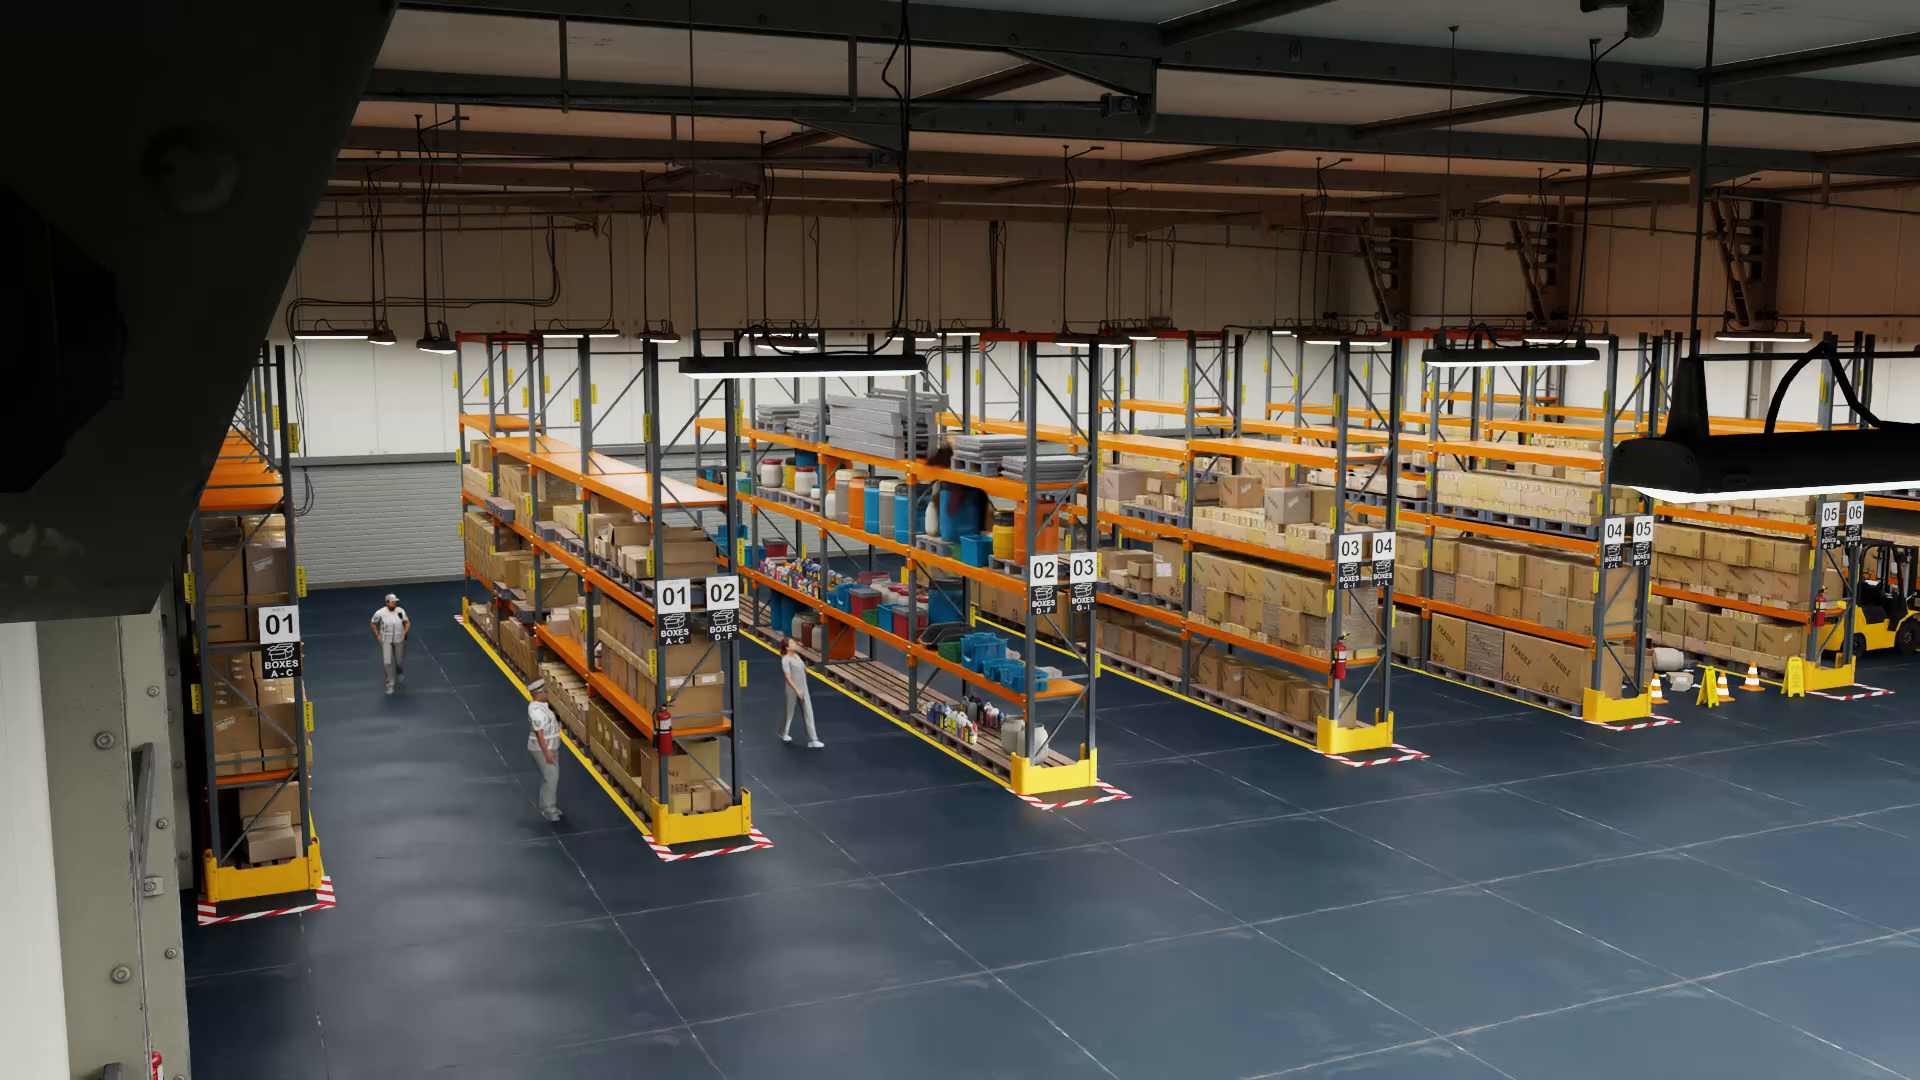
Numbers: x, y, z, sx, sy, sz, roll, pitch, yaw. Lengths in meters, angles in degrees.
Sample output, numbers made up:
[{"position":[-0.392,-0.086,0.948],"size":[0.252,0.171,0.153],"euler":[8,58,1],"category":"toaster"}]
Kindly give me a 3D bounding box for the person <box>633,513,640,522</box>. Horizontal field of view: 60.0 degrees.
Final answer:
[{"position":[-7.770,0.158,39.890],"size":[1.010,1.621,0.538],"euler":[-1,8,-9],"category":"person"}]

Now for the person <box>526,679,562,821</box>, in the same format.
[{"position":[-5.223,2.671,21.085],"size":[0.519,1.841,0.557],"euler":[1,8,6],"category":"person"}]

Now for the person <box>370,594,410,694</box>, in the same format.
[{"position":[-9.668,1.745,28.263],"size":[0.639,1.697,0.746],"euler":[-3,8,-18],"category":"person"}]

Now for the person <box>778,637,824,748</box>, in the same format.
[{"position":[-2.398,2.246,24.418],"size":[0.434,1.563,0.994],"euler":[-5,9,-32],"category":"person"}]
